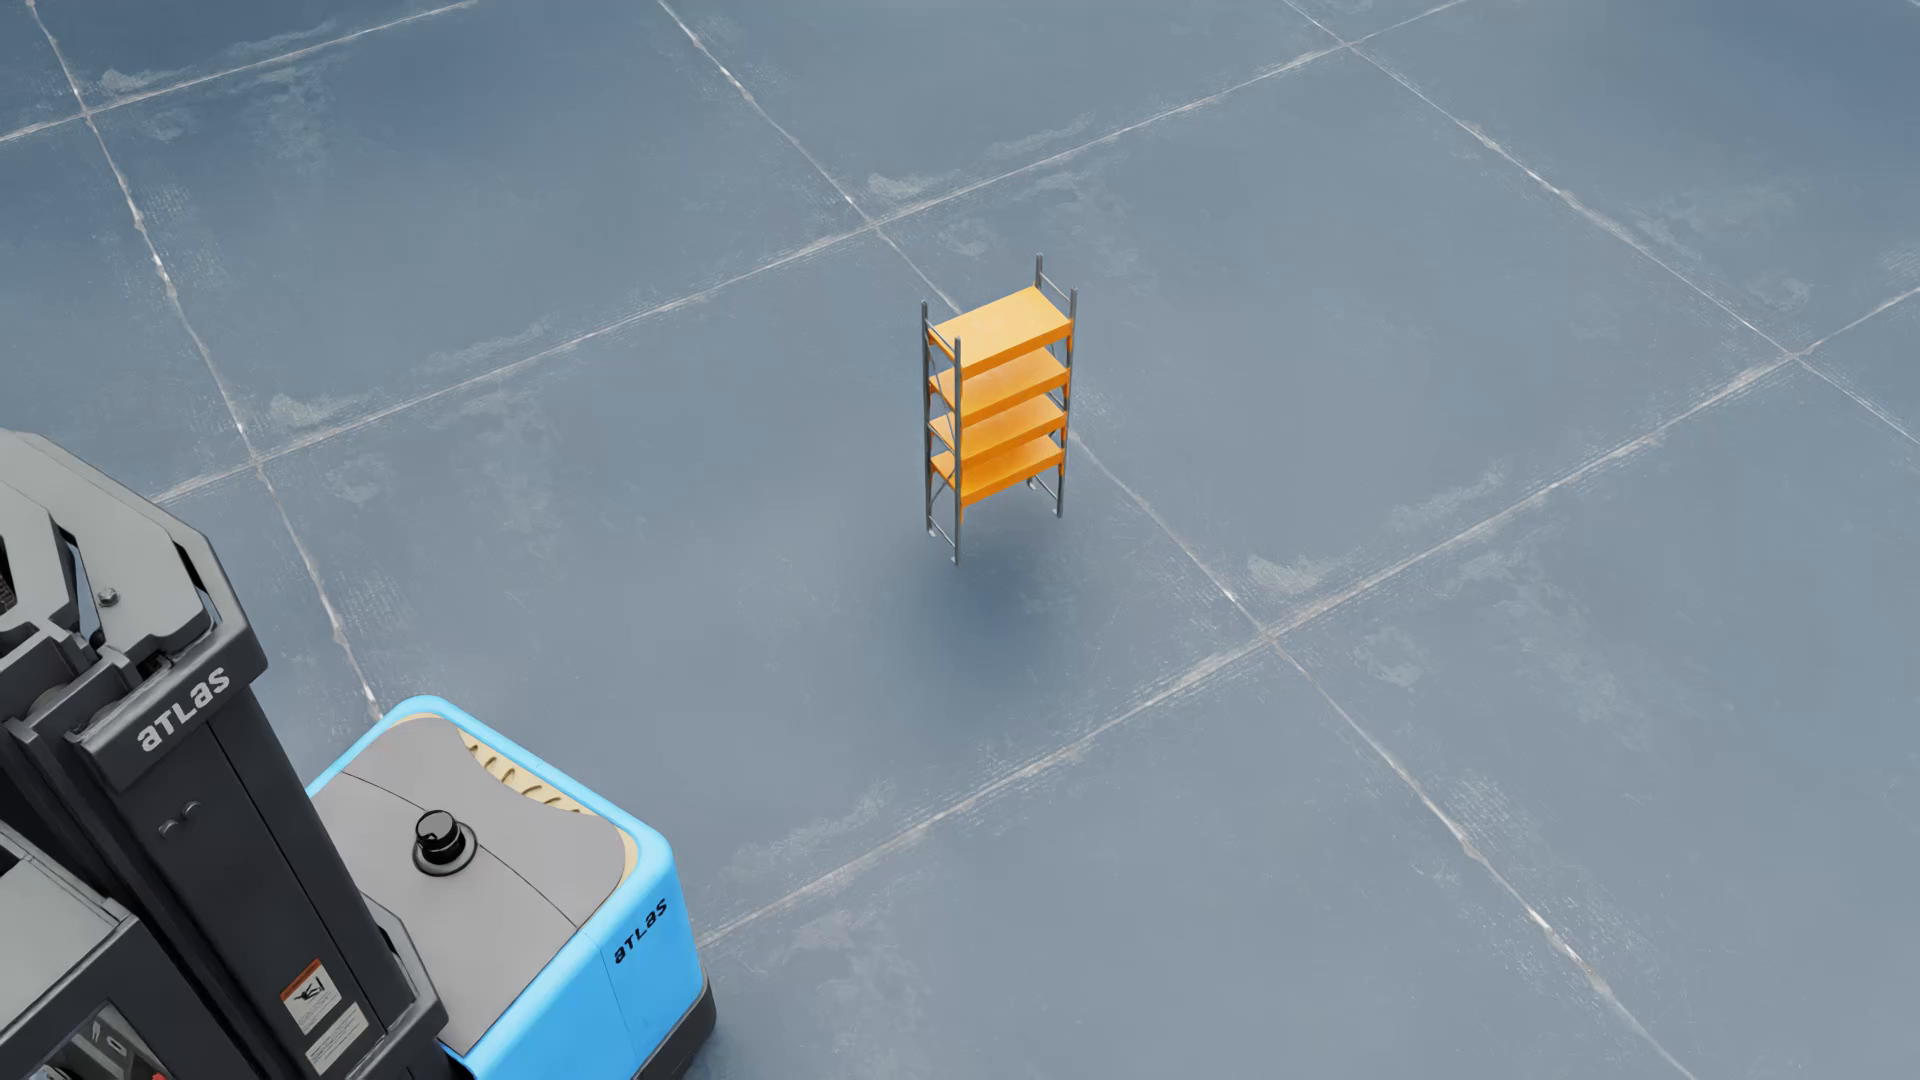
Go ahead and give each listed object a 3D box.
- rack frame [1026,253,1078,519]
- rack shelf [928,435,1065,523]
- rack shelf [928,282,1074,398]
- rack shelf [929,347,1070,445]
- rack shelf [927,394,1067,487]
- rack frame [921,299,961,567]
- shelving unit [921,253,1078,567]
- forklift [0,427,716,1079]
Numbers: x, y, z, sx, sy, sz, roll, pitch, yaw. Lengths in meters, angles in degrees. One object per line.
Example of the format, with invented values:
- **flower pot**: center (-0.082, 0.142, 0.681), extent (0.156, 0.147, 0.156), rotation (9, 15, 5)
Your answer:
- **rack frame**: center (0.346, -0.562, 6.393), extent (0.015, 1.200, 0.240), rotation (-25, 53, -21)
- **rack shelf**: center (0.140, -0.288, 6.505), extent (0.480, 0.148, 0.258), rotation (-25, 53, -21)
- **rack shelf**: center (0.140, -0.726, 6.013), extent (0.480, 0.148, 0.258), rotation (-25, 53, -21)
- **rack shelf**: center (0.140, -0.569, 6.189), extent (0.480, 0.148, 0.258), rotation (-25, 53, -21)
- **rack shelf**: center (0.140, -0.420, 6.356), extent (0.480, 0.148, 0.258), rotation (-25, 53, -21)
- **rack frame**: center (-0.066, -0.368, 6.219), extent (0.015, 1.200, 0.240), rotation (-25, 53, -21)
- **shelving unit**: center (0.140, -0.465, 6.306), extent (0.503, 1.200, 0.258), rotation (-25, 53, -21)
- **forklift**: center (-2.001, 1.287, 3.586), extent (1.130, 2.935, 3.031), rotation (26, 53, 22)
